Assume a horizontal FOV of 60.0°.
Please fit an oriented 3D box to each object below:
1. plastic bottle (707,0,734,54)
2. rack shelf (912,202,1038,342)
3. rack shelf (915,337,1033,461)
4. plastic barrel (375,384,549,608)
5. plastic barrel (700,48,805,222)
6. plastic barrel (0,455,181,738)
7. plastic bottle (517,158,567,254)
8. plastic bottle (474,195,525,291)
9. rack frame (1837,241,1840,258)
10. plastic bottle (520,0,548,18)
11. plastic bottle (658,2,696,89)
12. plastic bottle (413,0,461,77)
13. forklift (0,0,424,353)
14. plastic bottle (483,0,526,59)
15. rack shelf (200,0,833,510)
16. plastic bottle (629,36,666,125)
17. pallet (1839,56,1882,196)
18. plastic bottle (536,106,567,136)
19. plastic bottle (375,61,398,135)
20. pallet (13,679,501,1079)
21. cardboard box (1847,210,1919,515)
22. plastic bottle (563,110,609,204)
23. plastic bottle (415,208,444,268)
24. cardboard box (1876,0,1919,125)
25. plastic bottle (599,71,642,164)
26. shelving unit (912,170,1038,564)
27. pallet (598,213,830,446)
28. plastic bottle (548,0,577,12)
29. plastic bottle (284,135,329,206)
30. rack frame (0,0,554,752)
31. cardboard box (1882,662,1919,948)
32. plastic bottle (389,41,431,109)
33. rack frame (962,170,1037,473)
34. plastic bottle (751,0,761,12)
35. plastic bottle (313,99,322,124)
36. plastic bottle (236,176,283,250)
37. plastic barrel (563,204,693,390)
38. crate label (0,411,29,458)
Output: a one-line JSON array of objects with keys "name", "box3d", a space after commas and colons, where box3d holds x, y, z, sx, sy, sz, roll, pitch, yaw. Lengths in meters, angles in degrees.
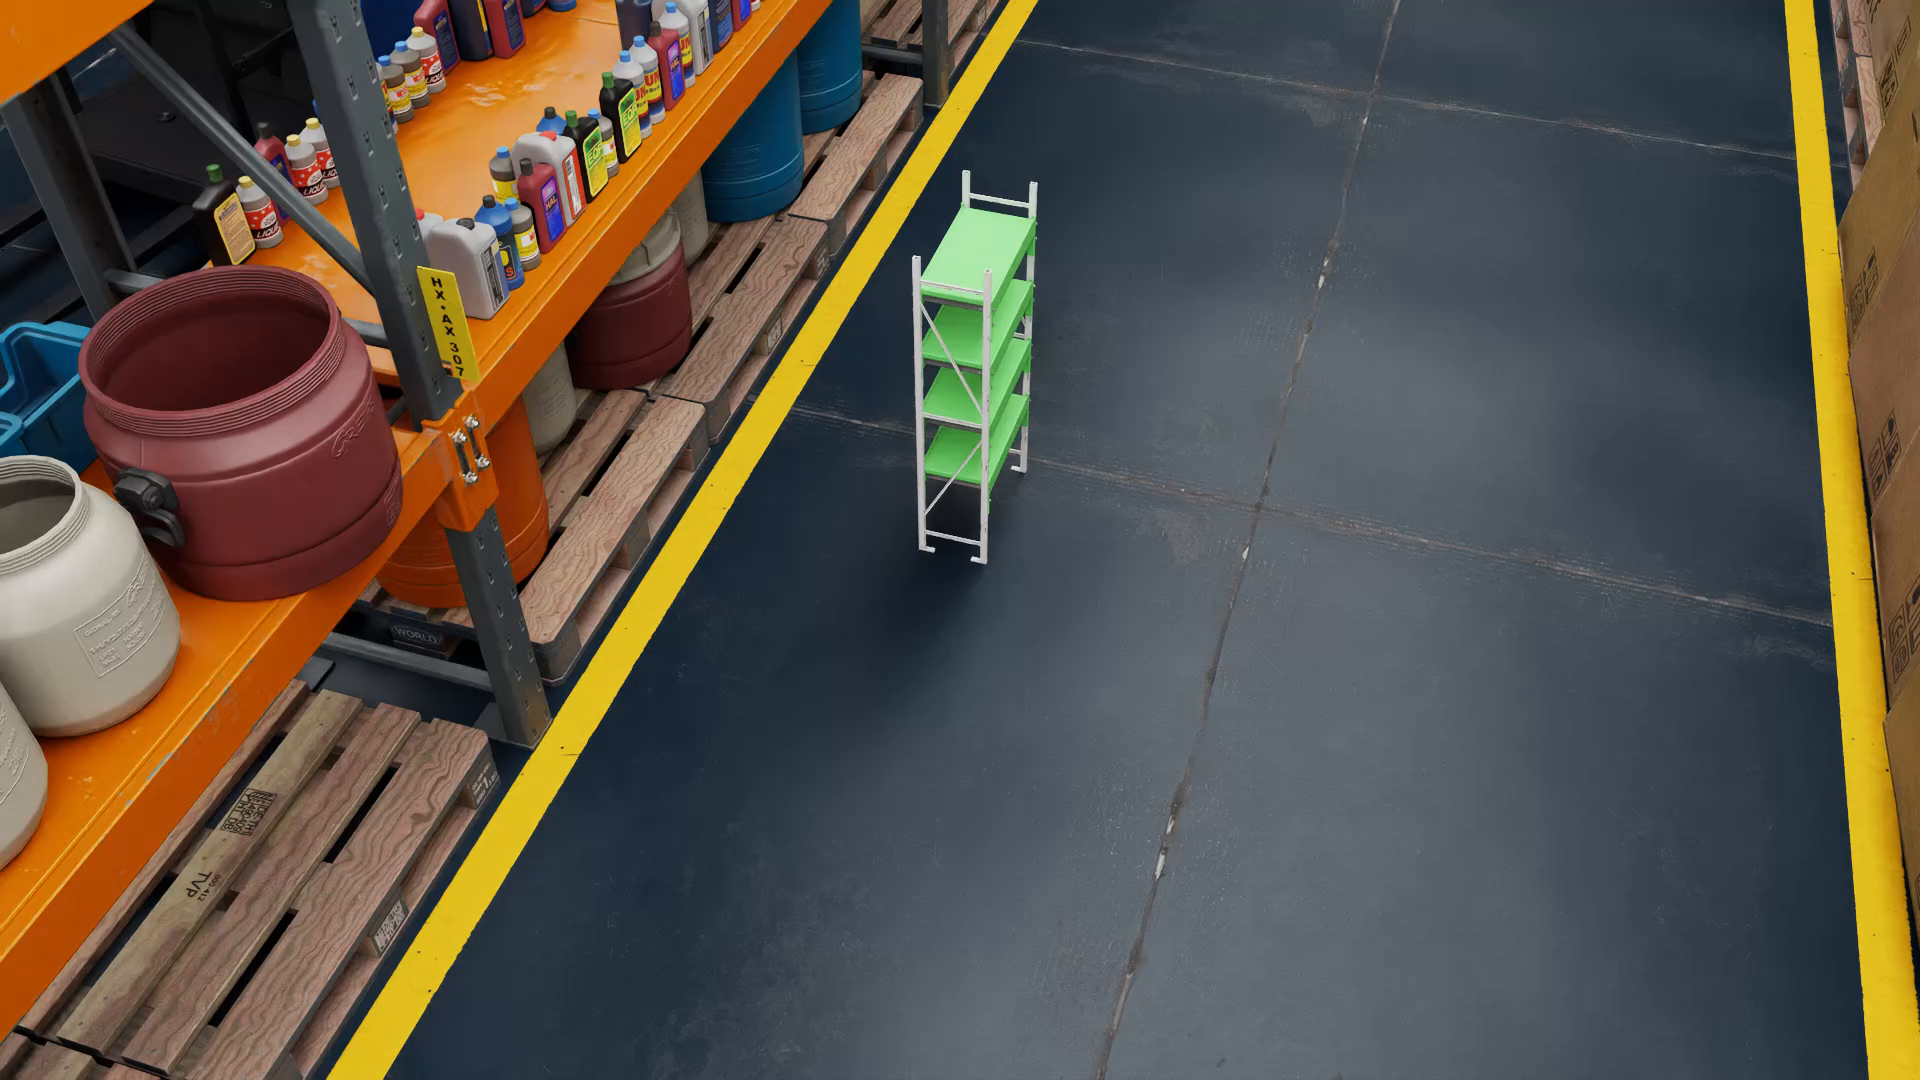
[{"name": "plastic bottle", "box3d": [-0.848, -1.803, 5.483, 0.144, 0.351, 0.185, 13, 46, 13]}, {"name": "rack shelf", "box3d": [0.050, -0.837, 5.152, 0.258, 0.148, 0.480, 13, 46, 12]}, {"name": "rack shelf", "box3d": [0.050, -0.494, 5.488, 0.258, 0.148, 0.480, 13, 46, 12]}, {"name": "plastic barrel", "box3d": [-1.627, -0.275, 5.138, 0.600, 0.830, 0.708, 13, 46, 13]}, {"name": "plastic barrel", "box3d": [-0.943, -1.806, 6.651, 0.600, 0.901, 0.708, 13, 46, 13]}, {"name": "plastic barrel", "box3d": [-1.867, 0.120, 3.403, 0.421, 0.512, 0.421, 0, 44, 0]}, {"name": "plastic bottle", "box3d": [-1.177, -0.959, 4.668, 0.061, 0.283, 0.133, 13, 46, 13]}, {"name": "plastic bottle", "box3d": [-1.259, -0.816, 4.532, 0.097, 0.271, 0.097, 0, 44, 0]}, {"name": "rack frame", "box3d": [4.172, -2.188, 5.841, 1.000, 3.000, 0.127, 13, 46, 13]}, {"name": "plastic bottle", "box3d": [-1.513, -1.985, 5.669, 0.144, 0.351, 0.185, 13, 46, 13]}, {"name": "plastic bottle", "box3d": [-0.909, -1.586, 5.318, 0.097, 0.271, 0.097, 0, 44, 0]}, {"name": "plastic bottle", "box3d": [-1.697, -1.651, 5.376, 0.061, 0.283, 0.133, 13, 46, 13]}, {"name": "forklift", "box3d": [-3.218, -2.638, 6.350, 1.130, 2.935, 3.031, 18, 47, 18]}, {"name": "plastic bottle", "box3d": [-1.504, -1.744, 5.471, 0.061, 0.283, 0.133, 13, 46, 13]}, {"name": "rack shelf", "box3d": [-1.154, -1.647, 5.803, 1.077, 0.370, 4.000, 13, 46, 13]}, {"name": "plastic bottle", "box3d": [-0.979, -1.432, 5.161, 0.097, 0.271, 0.097, 0, 44, 0]}, {"name": "pallet", "box3d": [4.477, -1.682, 7.318, 1.003, 0.211, 1.213, 13, 46, 13]}, {"name": "plastic bottle", "box3d": [-1.177, -1.138, 4.860, 0.097, 0.271, 0.097, 0, 44, 0]}, {"name": "plastic bottle", "box3d": [-1.803, -1.371, 5.099, 0.097, 0.271, 0.097, 0, 44, 0]}, {"name": "pallet", "box3d": [-2.031, 0.934, 4.645, 1.003, 0.211, 1.213, 13, 46, 13]}, {"name": "cardboard box", "box3d": [3.728, -0.552, 5.388, 1.225, 0.875, 0.875, 11, 45, 11]}, {"name": "plastic bottle", "box3d": [-1.096, -1.137, 4.851, 0.061, 0.283, 0.133, 13, 46, 13]}, {"name": "plastic bottle", "box3d": [-1.465, -0.779, 4.490, 0.152, 0.276, 0.135, 13, 46, 13]}, {"name": "cardboard box", "box3d": [4.448, -2.002, 6.870, 0.875, 0.875, 0.875, 13, 46, 13]}, {"name": "plastic bottle", "box3d": [-1.026, -1.291, 5.008, 0.061, 0.283, 0.133, 13, 46, 13]}, {"name": "shelving unit", "box3d": [0.050, -0.539, 5.443, 0.258, 1.200, 0.503, 13, 46, 12]}, {"name": "pallet", "box3d": [-1.189, -0.919, 6.538, 1.003, 0.211, 1.213, 13, 46, 13]}, {"name": "plastic bottle", "box3d": [-1.385, -1.960, 5.700, 0.097, 0.271, 0.097, 0, 44, 0]}, {"name": "plastic bottle", "box3d": [-1.921, -1.087, 4.858, 0.097, 0.201, 0.097, 0, 44, 0]}, {"name": "rack frame", "box3d": [-1.759, -0.571, 4.189, 1.000, 3.000, 0.127, 13, 46, 13]}, {"name": "cardboard box", "box3d": [3.190, 0.632, 4.178, 1.225, 0.875, 0.875, 11, 45, 11]}, {"name": "plastic bottle", "box3d": [-1.744, -1.476, 5.256, 0.097, 0.201, 0.097, 0, 44, 0]}, {"name": "rack frame", "box3d": [0.124, -0.702, 5.609, 0.240, 1.200, 0.015, 13, 46, 12]}, {"name": "plastic bottle", "box3d": [-0.743, -1.928, 5.718, 0.097, 0.201, 0.097, 0, 44, 0]}, {"name": "plastic bottle", "box3d": [-1.862, -1.242, 4.966, 0.097, 0.271, 0.097, 0, 44, 0]}, {"name": "plastic bottle", "box3d": [-1.991, -0.933, 4.701, 0.097, 0.201, 0.097, 0, 44, 0]}, {"name": "plastic barrel", "box3d": [-1.285, -0.942, 5.991, 0.600, 0.588, 0.708, 13, 46, 13]}, {"name": "crate label", "box3d": [-2.318, 0.021, 3.558, 0.502, 0.435, 0.616, 13, 46, 13]}]
